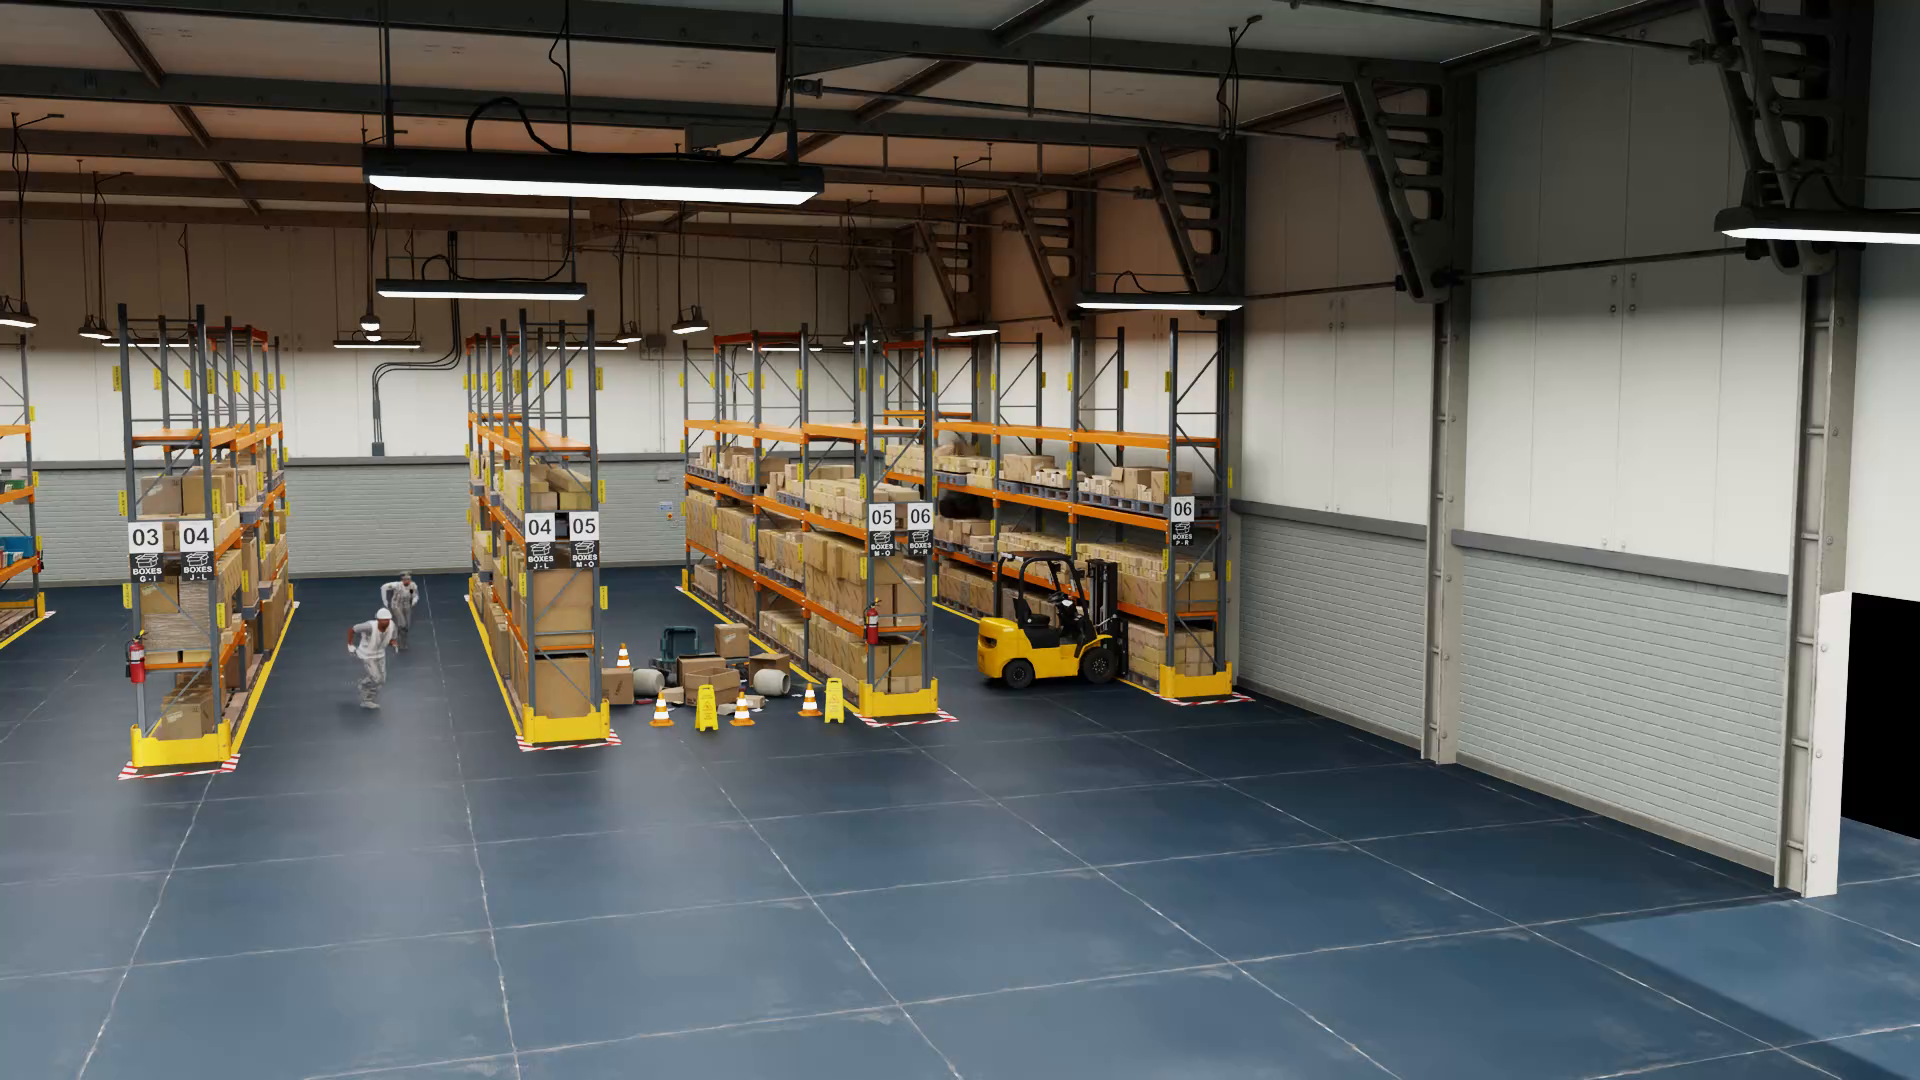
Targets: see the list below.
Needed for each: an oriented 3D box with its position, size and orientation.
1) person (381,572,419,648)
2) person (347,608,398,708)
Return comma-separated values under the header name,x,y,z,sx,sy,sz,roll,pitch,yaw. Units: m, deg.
name,x,y,z,sx,sy,sz,roll,pitch,yaw
person,-10.441,1.318,31.049,0.644,1.496,0.797,-4,7,-37
person,-8.929,1.813,25.332,0.821,1.589,0.715,4,7,37
